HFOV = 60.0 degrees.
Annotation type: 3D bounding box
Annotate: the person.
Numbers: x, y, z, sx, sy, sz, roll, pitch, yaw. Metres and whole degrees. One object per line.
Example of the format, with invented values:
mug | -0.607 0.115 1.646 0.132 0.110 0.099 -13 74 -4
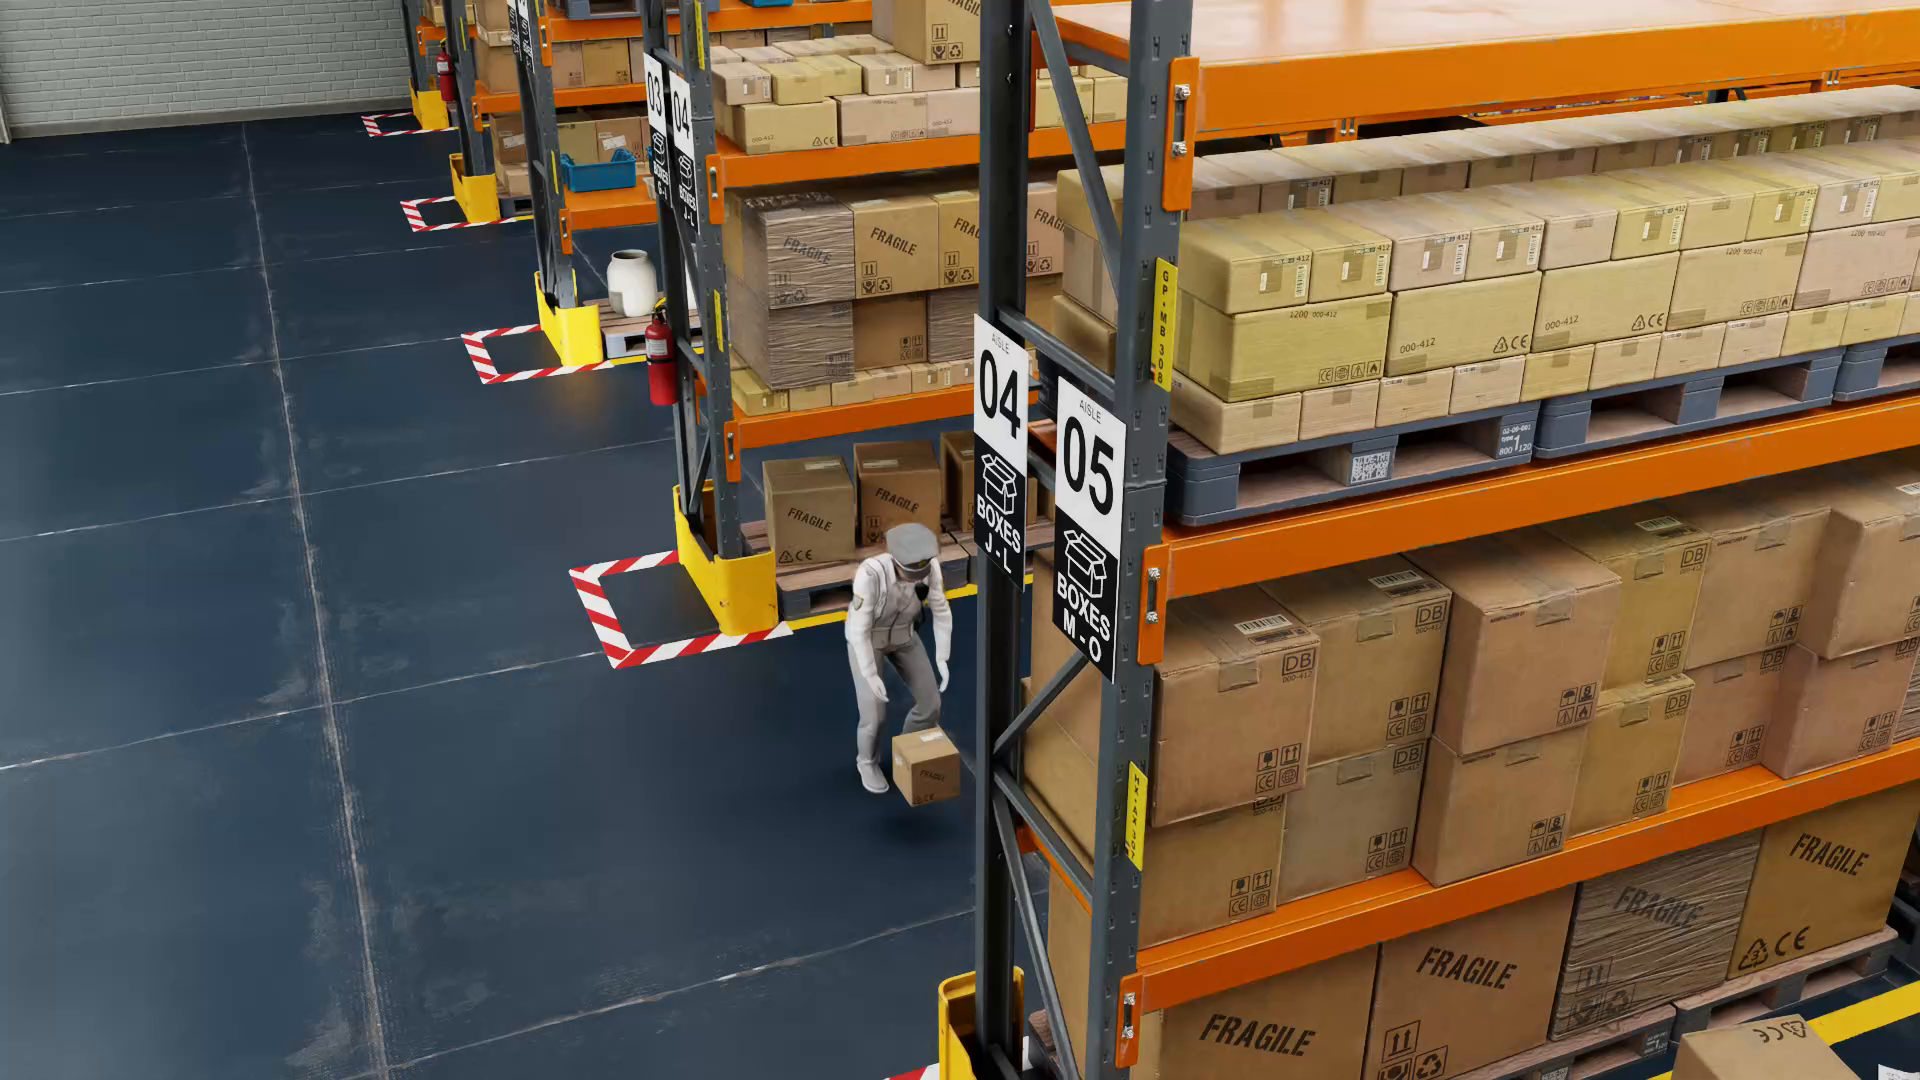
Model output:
person | -0.299 0.550 8.212 0.532 1.479 0.633 -10 28 -20
